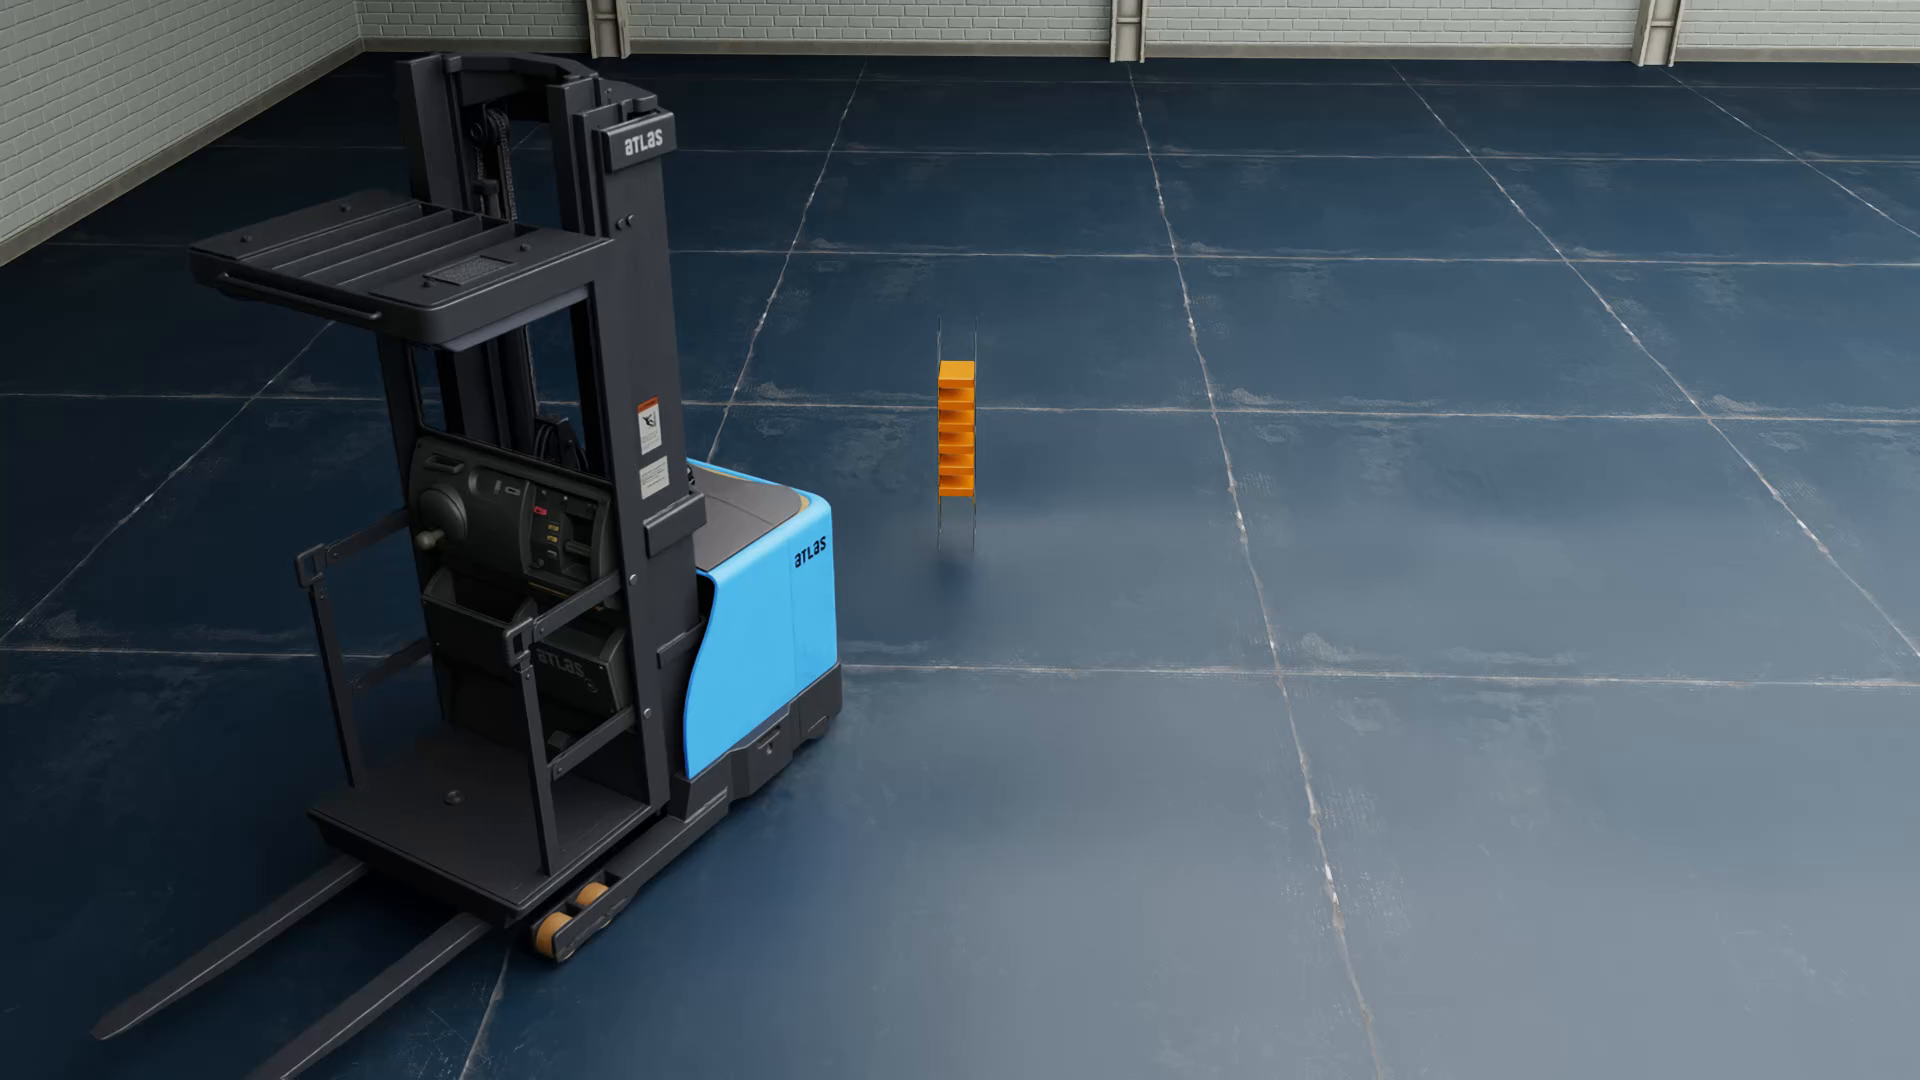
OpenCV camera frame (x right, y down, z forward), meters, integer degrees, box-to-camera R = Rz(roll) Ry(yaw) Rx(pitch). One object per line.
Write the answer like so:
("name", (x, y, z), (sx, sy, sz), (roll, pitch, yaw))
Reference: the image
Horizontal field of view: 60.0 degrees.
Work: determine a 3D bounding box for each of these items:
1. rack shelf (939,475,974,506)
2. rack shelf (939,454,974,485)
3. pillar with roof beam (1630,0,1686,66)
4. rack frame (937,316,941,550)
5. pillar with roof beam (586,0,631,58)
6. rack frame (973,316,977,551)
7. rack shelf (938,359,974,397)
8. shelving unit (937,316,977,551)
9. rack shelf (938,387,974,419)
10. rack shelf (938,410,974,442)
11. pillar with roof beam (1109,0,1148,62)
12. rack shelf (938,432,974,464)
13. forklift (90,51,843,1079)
("rack shelf", (-0.014, -0.279, 8.603), (0.180, 0.103, 0.258), (1, 28, 2))
("rack shelf", (-0.014, -0.385, 8.546), (0.180, 0.103, 0.258), (1, 28, 2))
("pillar with roof beam", (7.769, -7.423, 13.145), (0.400, 9.000, 9.100), (1, 28, 2))
("rack frame", (-0.106, -0.532, 8.472), (0.006, 1.200, 0.240), (1, 28, 2))
("pillar with roof beam", (-4.223, -7.621, 13.519), (0.400, 9.000, 9.100), (1, 28, 2))
("rack frame", (0.077, -0.529, 8.467), (0.006, 1.200, 0.240), (1, 28, 2))
("rack shelf", (-0.014, -0.809, 8.322), (0.180, 0.103, 0.258), (1, 28, 2))
("shelving unit", (-0.014, -0.530, 8.469), (0.189, 1.200, 0.258), (1, 28, 2))
("rack shelf", (-0.014, -0.703, 8.378), (0.180, 0.103, 0.258), (1, 28, 2))
("rack shelf", (-0.014, -0.597, 8.434), (0.180, 0.103, 0.258), (1, 28, 2))
("pillar with roof beam", (1.773, -7.522, 13.332), (0.400, 9.000, 9.100), (1, 28, 2))
("rack shelf", (-0.014, -0.491, 8.490), (0.180, 0.103, 0.258), (1, 28, 2))
("forklift", (-1.706, -0.047, 5.709), (1.130, 2.935, 3.031), (16, 32, 27))
